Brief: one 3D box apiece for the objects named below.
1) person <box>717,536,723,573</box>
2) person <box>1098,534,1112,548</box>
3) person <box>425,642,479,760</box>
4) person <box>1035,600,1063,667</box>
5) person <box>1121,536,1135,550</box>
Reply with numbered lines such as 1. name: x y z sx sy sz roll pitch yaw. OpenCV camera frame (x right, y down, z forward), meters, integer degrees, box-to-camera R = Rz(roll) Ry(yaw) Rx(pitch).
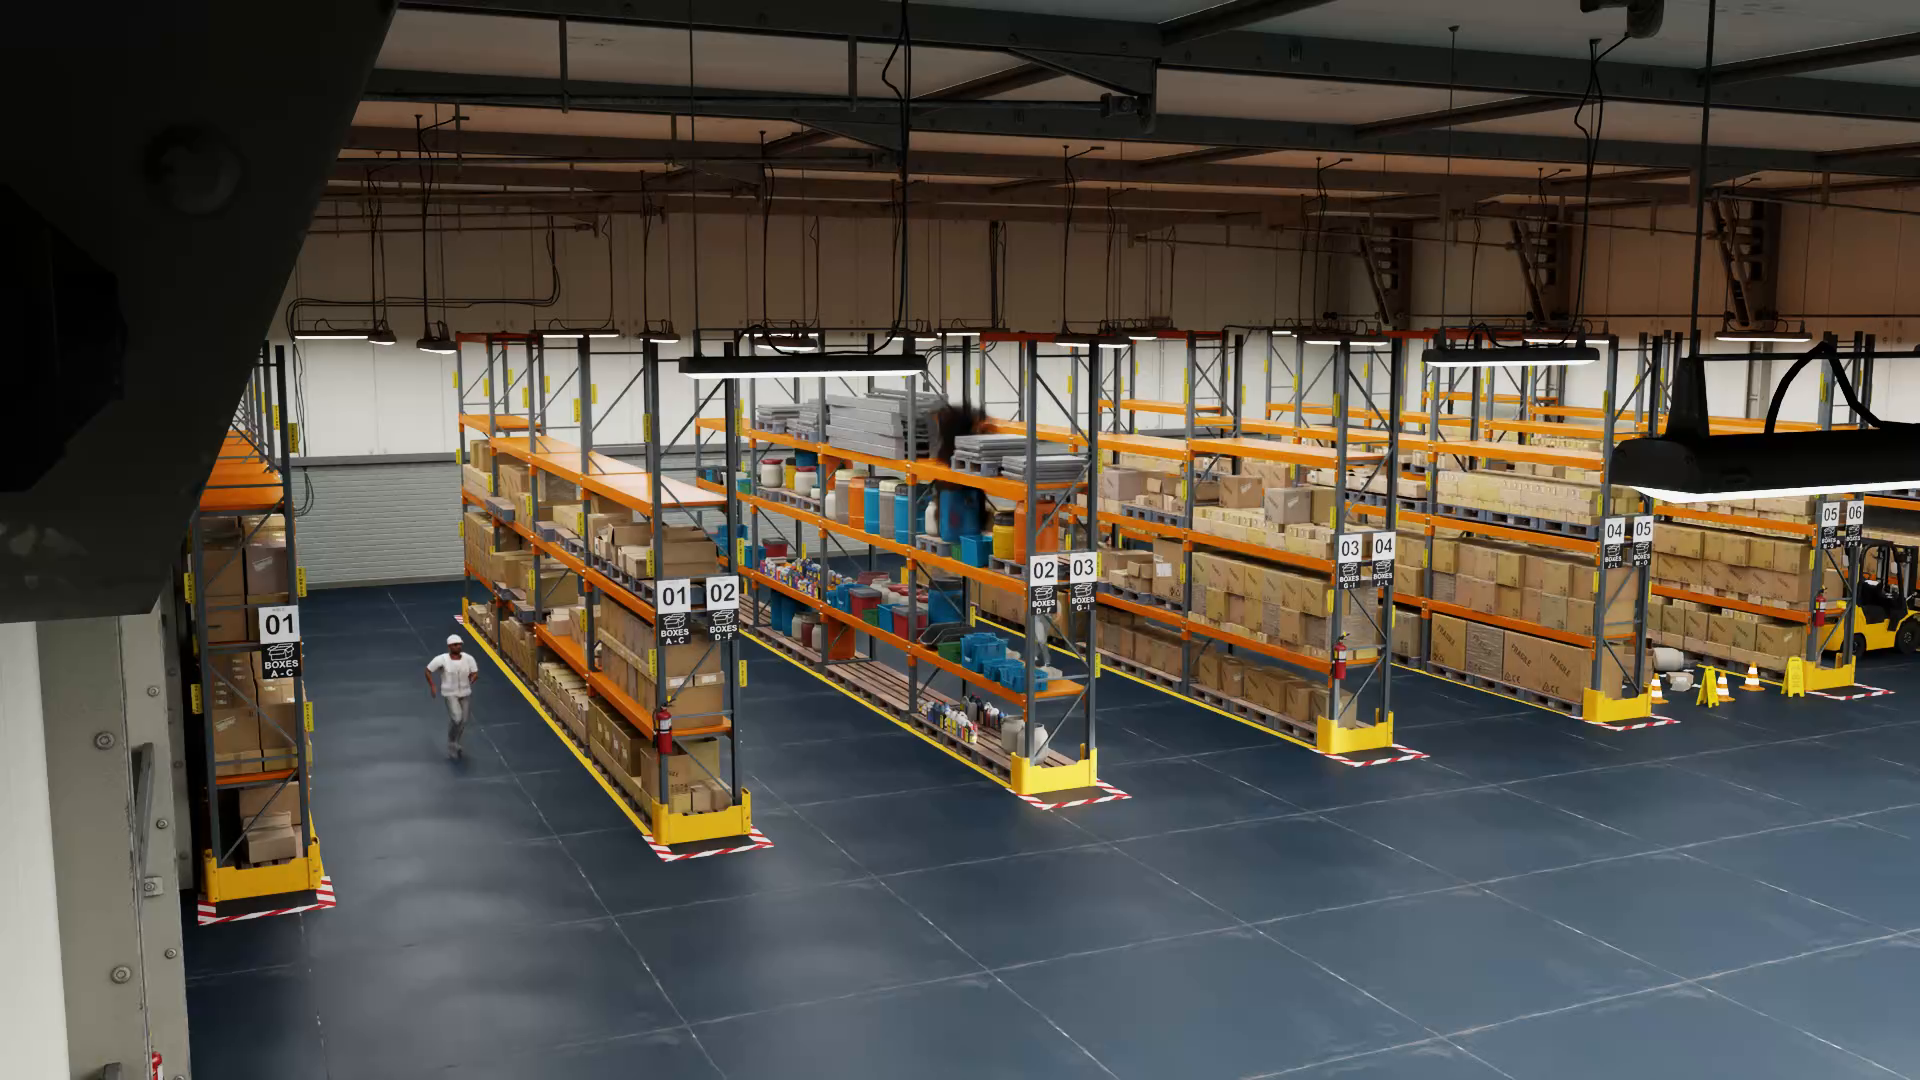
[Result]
1. person: -5.661 0.369 38.735 0.888 1.534 0.681 1 8 8
2. person: 3.214 0.579 37.074 0.601 1.474 1.008 -1 8 -9
3. person: -7.237 2.269 23.893 0.685 1.750 0.717 -6 10 -39
4. person: 1.515 1.536 29.973 0.594 1.500 1.031 -1 8 -9
5. person: 4.342 -0.406 43.411 0.641 1.782 0.697 5 9 33
